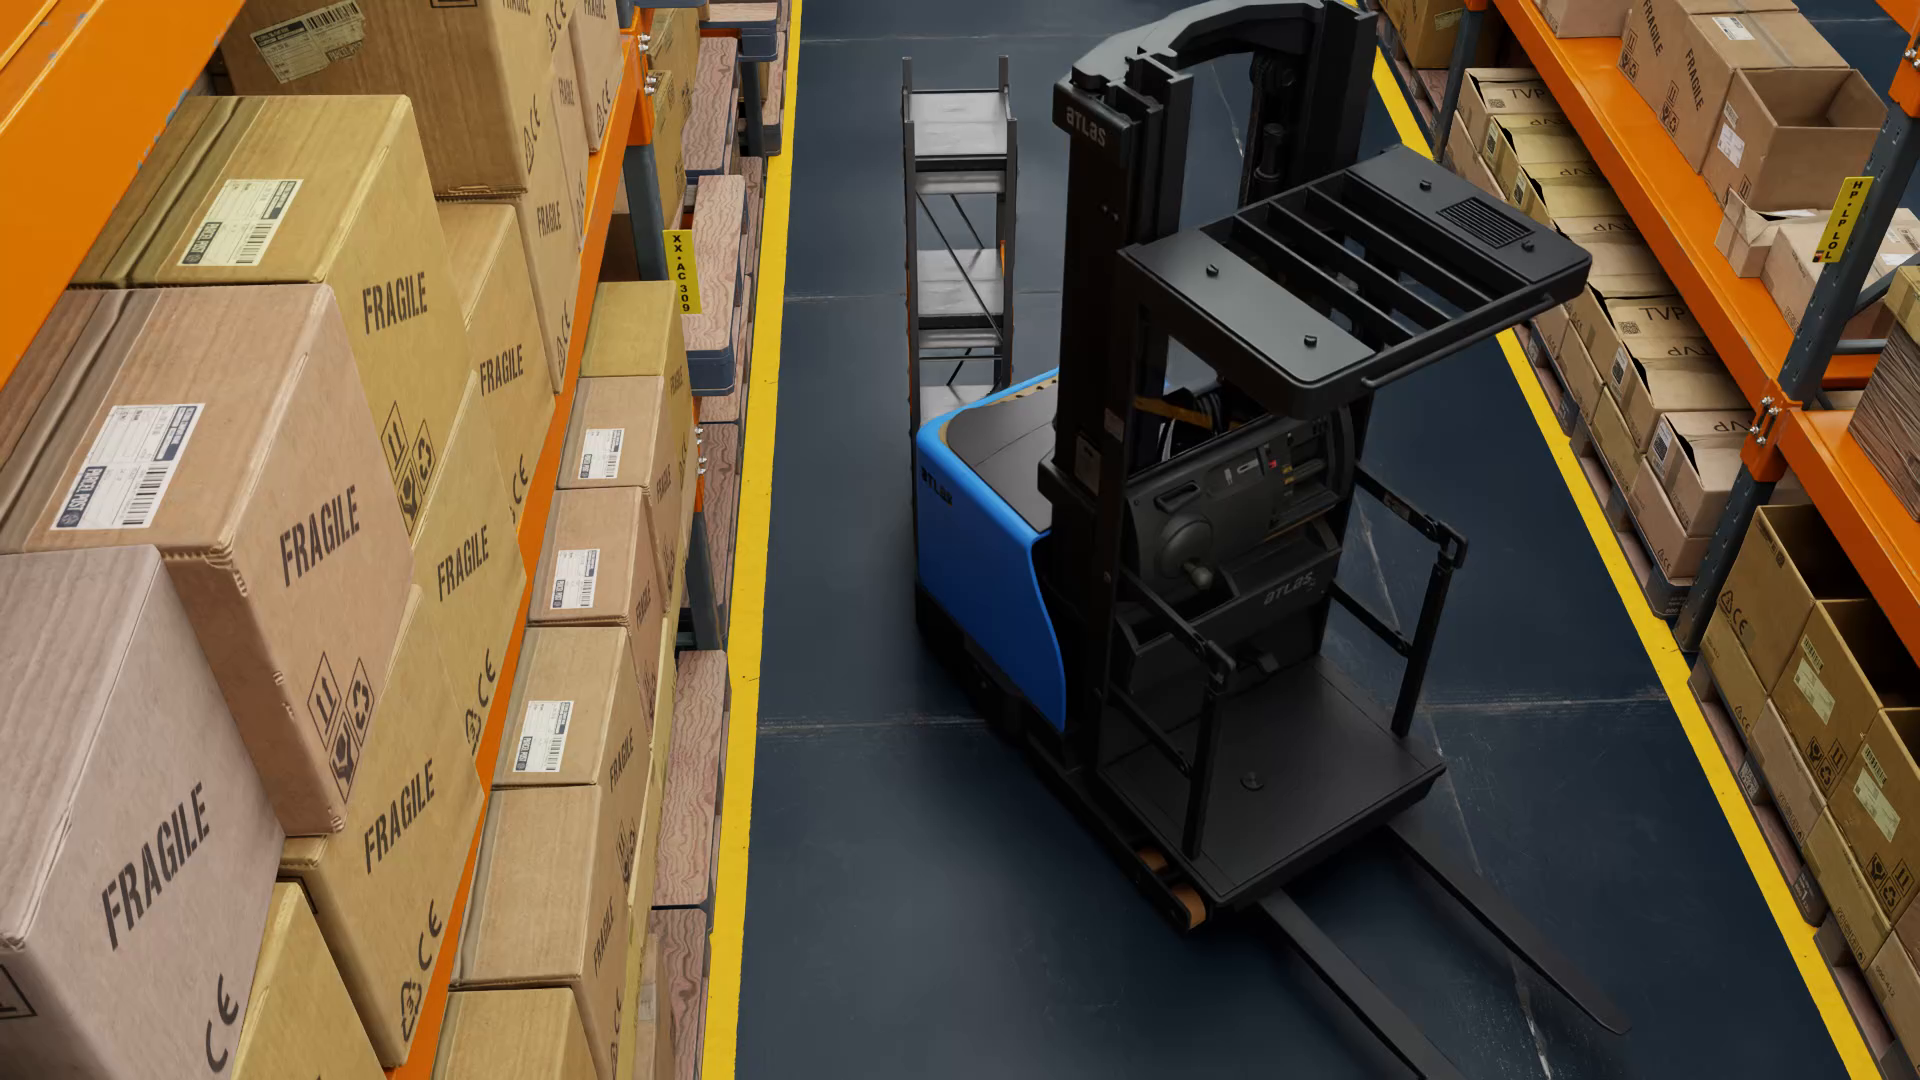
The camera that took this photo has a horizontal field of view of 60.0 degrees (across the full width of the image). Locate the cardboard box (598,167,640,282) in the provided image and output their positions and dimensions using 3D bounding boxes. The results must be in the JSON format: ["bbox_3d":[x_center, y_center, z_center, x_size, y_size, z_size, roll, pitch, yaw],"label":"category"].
[{"bbox_3d":[-1.451,-1.088,5.967,0.700,0.500,0.500,-2,43,-2],"label":"cardboard box"}]

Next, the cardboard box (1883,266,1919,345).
[{"bbox_3d":[3.304,-0.778,5.475,0.380,0.149,0.250,-2,43,-2],"label":"cardboard box"}]

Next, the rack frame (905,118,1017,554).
[{"bbox_3d":[0.003,-0.721,6.632,0.400,2.100,0.015,-2,43,-2],"label":"rack frame"}]

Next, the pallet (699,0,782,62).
[{"bbox_3d":[-1.496,-2.696,8.263,1.213,0.211,1.003,-2,43,-2],"label":"pallet"}]

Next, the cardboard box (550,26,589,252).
[{"bbox_3d":[-1.186,-1.019,3.983,0.500,0.500,0.500,-5,43,-5],"label":"cardboard box"}]

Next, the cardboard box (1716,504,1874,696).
[{"bbox_3d":[3.193,0.215,6.114,0.500,0.500,0.500,-2,43,-2],"label":"cardboard box"}]

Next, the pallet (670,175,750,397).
[{"bbox_3d":[-1.350,-0.994,6.406,1.003,0.211,1.213,-2,43,-2],"label":"pallet"}]

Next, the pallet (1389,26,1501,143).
[{"bbox_3d":[3.322,-2.867,10.371,1.003,0.211,1.213,-2,43,-2],"label":"pallet"}]

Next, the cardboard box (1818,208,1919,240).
[{"bbox_3d":[3.653,-1.201,6.676,0.380,0.149,0.250,-2,43,-2],"label":"cardboard box"}]

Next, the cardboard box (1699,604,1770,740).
[{"bbox_3d":[3.203,0.491,6.368,0.500,0.250,0.500,-2,43,-2],"label":"cardboard box"}]

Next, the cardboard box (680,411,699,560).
[{"bbox_3d":[-1.140,-0.186,5.478,0.500,0.250,0.500,-2,43,-2],"label":"cardboard box"}]

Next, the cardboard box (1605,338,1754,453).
[{"bbox_3d":[3.154,-0.653,7.202,0.500,0.311,0.500,-1,43,-1],"label":"cardboard box"}]

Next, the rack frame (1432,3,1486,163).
[{"bbox_3d":[3.316,-3.390,8.878,1.000,3.000,0.127,-2,43,-2],"label":"rack frame"}]

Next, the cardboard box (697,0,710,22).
[{"bbox_3d":[-1.552,-2.750,7.781,0.700,0.500,0.500,-5,43,-6],"label":"cardboard box"}]

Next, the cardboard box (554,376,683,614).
[{"bbox_3d":[-1.107,-0.126,4.859,0.500,0.500,0.500,-2,43,-2],"label":"cardboard box"}]

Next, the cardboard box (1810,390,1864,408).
[{"bbox_3d":[3.701,-0.661,7.210,0.500,0.311,0.500,-2,43,-2],"label":"cardboard box"}]

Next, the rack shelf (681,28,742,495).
[{"bbox_3d":[-1.548,-1.630,7.490,1.077,0.370,4.000,-2,43,-2],"label":"rack shelf"}]

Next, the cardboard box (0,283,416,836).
[{"bbox_3d":[-1.038,0.030,2.098,0.500,0.500,0.500,-2,43,-2],"label":"cardboard box"}]

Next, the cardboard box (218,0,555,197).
[{"bbox_3d":[-1.105,-1.011,3.234,0.500,0.500,0.500,-3,43,-3],"label":"cardboard box"}]

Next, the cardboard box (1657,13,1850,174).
[{"bbox_3d":[3.426,-1.939,7.221,0.500,0.500,0.500,-2,43,-2],"label":"cardboard box"}]

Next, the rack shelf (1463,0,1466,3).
[{"bbox_3d":[3.231,-4.475,10.594,1.077,0.370,4.000,-2,43,-2],"label":"rack shelf"}]

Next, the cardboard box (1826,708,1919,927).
[{"bbox_3d":[3.235,0.890,5.378,0.500,0.500,0.500,-2,43,-2],"label":"cardboard box"}]

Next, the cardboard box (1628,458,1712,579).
[{"bbox_3d":[3.179,-0.102,7.015,0.500,0.250,0.500,-2,43,-2],"label":"cardboard box"}]

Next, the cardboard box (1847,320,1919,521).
[{"bbox_3d":[3.511,-0.427,5.571,0.700,0.500,0.500,-3,43,-3],"label":"cardboard box"}]

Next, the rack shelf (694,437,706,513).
[{"bbox_3d":[-1.378,1.071,4.544,1.077,0.370,4.000,-2,43,-2],"label":"rack shelf"}]

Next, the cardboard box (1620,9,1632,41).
[{"bbox_3d":[3.426,-2.438,8.025,0.380,0.149,0.250,1,43,1],"label":"cardboard box"}]

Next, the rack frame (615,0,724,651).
[{"bbox_3d":[-1.463,-0.545,5.774,1.000,3.000,0.127,-2,43,-2],"label":"rack frame"}]

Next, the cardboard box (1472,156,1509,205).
[{"bbox_3d":[3.067,-1.830,8.900,0.500,0.250,0.500,-3,43,-3],"label":"cardboard box"}]

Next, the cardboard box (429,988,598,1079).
[{"bbox_3d":[-1.024,1.262,3.344,0.500,0.500,0.500,-2,43,-2],"label":"cardboard box"}]

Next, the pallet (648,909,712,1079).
[{"bbox_3d":[-1.344,1.761,5.322,1.003,0.211,1.213,-2,43,-2],"label":"pallet"}]

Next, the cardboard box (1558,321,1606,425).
[{"bbox_3d":[3.137,-0.789,7.765,0.500,0.250,0.500,-1,43,-1],"label":"cardboard box"}]

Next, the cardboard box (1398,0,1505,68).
[{"bbox_3d":[3.042,-3.255,10.255,0.500,0.500,0.500,0,43,0],"label":"cardboard box"}]

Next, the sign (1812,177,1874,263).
[{"bbox_3d":[2.944,-1.065,5.543,0.100,0.325,0.005,-2,43,-2],"label":"sign"}]

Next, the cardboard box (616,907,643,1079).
[{"bbox_3d":[-1.049,1.171,3.999,0.500,0.250,0.500,-2,43,-2],"label":"cardboard box"}]

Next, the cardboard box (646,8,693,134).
[{"bbox_3d":[-1.526,-1.909,6.863,0.700,0.500,0.500,4,43,4],"label":"cardboard box"}]

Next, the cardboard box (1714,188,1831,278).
[{"bbox_3d":[3.265,-1.228,6.619,0.396,0.266,0.258,-3,43,-3],"label":"cardboard box"}]

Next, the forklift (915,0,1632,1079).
[{"bbox_3d":[1.051,-0.073,5.310,1.130,2.935,3.031,-24,48,-24],"label":"forklift"}]

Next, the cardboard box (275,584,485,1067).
[{"bbox_3d":[-1.045,0.409,2.425,0.500,0.500,0.500,1,43,1],"label":"cardboard box"}]

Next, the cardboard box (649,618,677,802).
[{"bbox_3d":[-1.091,0.490,4.741,0.500,0.250,0.500,-2,43,-2],"label":"cardboard box"}]

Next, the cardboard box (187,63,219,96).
[{"bbox_3d":[-1.620,-0.688,2.881,0.500,0.500,0.500,-2,43,-2],"label":"cardboard box"}]

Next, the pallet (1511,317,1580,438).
[{"bbox_3d":[3.361,-0.983,8.316,1.003,0.211,1.213,-2,43,-2],"label":"pallet"}]

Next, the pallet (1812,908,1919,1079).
[{"bbox_3d":[3.533,1.702,5.386,1.003,0.211,1.213,-2,43,-2],"label":"pallet"}]

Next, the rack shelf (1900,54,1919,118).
[{"bbox_3d":[3.571,-0.180,3.688,1.077,0.370,4.000,-2,43,-2],"label":"rack shelf"}]

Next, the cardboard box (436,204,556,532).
[{"bbox_3d":[-1.115,-0.302,3.201,0.500,0.500,0.500,1,43,1],"label":"cardboard box"}]

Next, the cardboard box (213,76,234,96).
[{"bbox_3d":[-1.632,-0.652,3.583,0.500,0.500,0.500,-2,43,-2],"label":"cardboard box"}]

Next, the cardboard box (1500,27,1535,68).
[{"bbox_3d":[3.582,-2.946,9.918,0.500,0.500,0.500,0,43,0],"label":"cardboard box"}]

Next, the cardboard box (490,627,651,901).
[{"bbox_3d":[-1.074,0.565,4.104,0.500,0.500,0.500,0,43,0],"label":"cardboard box"}]

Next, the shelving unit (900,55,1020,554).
[{"bbox_3d":[-0.007,-0.886,6.812,0.431,2.100,0.503,-2,43,-2],"label":"shelving unit"}]

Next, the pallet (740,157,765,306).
[{"bbox_3d":[-1.601,-1.689,9.087,1.003,0.211,1.213,-2,43,-2],"label":"pallet"}]

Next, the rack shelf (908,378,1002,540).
[{"bbox_3d":[-0.007,-0.360,7.294,0.431,0.518,0.480,-2,43,-2],"label":"rack shelf"}]

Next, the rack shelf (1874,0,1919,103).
[{"bbox_3d":[3.401,-2.880,6.634,1.077,0.370,4.000,-2,43,-2],"label":"rack shelf"}]

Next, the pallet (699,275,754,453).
[{"bbox_3d":[-1.552,-0.868,8.190,1.003,0.211,1.213,-2,43,-2],"label":"pallet"}]

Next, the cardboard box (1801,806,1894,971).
[{"bbox_3d":[3.235,1.167,5.631,0.500,0.250,0.500,-2,43,-2],"label":"cardboard box"}]

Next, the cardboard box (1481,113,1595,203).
[{"bbox_3d":[3.076,-2.021,8.694,0.500,0.311,0.500,-3,43,-3],"label":"cardboard box"}]

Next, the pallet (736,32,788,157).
[{"bbox_3d":[-1.591,-2.751,10.245,1.003,0.211,1.213,-2,43,-2],"label":"pallet"}]

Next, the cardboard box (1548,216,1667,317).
[{"bbox_3d":[3.117,-1.330,7.940,0.500,0.311,0.500,-2,43,-2],"label":"cardboard box"}]
